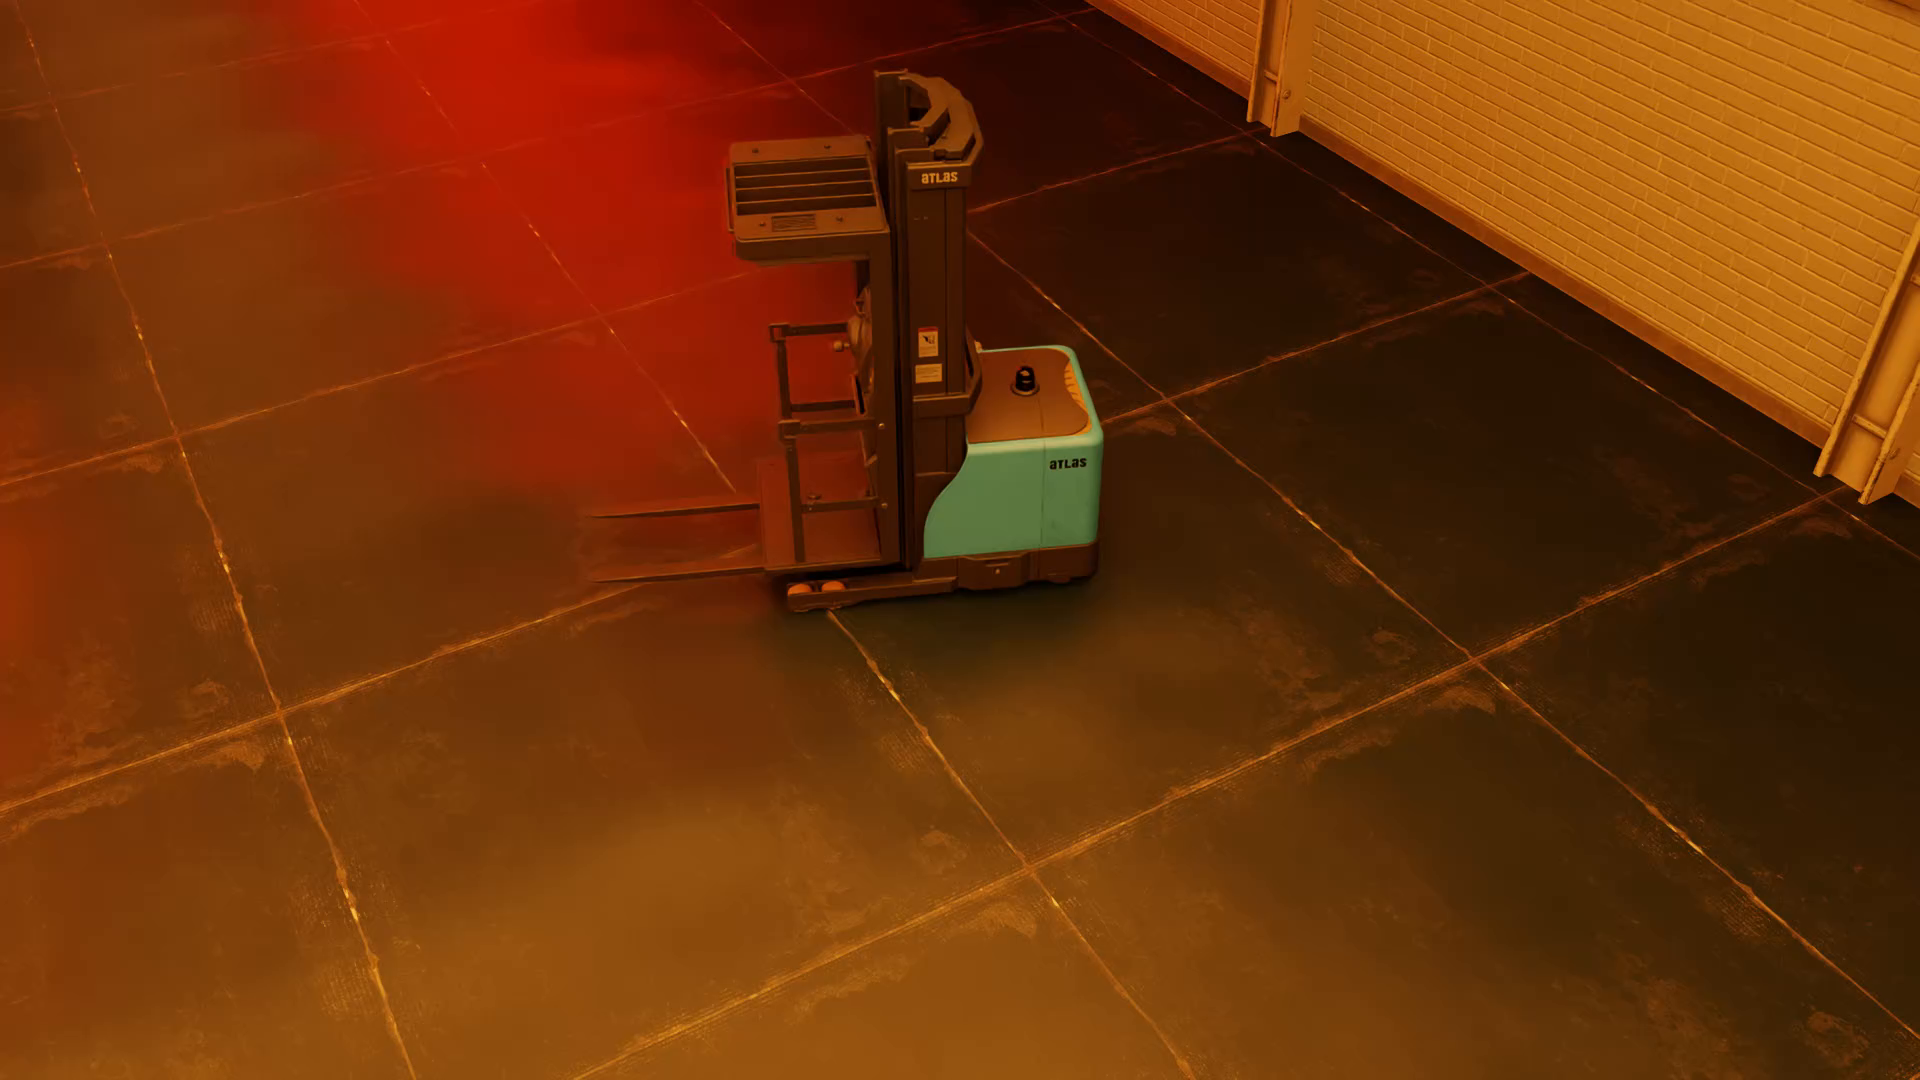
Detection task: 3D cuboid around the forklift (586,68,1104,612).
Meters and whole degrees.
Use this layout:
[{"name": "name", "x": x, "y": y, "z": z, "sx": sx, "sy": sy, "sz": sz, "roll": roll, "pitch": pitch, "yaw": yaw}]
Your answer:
[{"name": "forklift", "x": -0.728, "y": -1.064, "z": 9.319, "sx": 3.031, "sy": 2.935, "sz": 1.130, "roll": -5, "pitch": 40, "yaw": -6}]

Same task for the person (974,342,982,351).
[{"name": "person", "x": -0.140, "y": -2.162, "z": 11.546, "sx": 0.564, "sy": 1.778, "sz": 0.677, "roll": -3, "pitch": 40, "yaw": -4}]
